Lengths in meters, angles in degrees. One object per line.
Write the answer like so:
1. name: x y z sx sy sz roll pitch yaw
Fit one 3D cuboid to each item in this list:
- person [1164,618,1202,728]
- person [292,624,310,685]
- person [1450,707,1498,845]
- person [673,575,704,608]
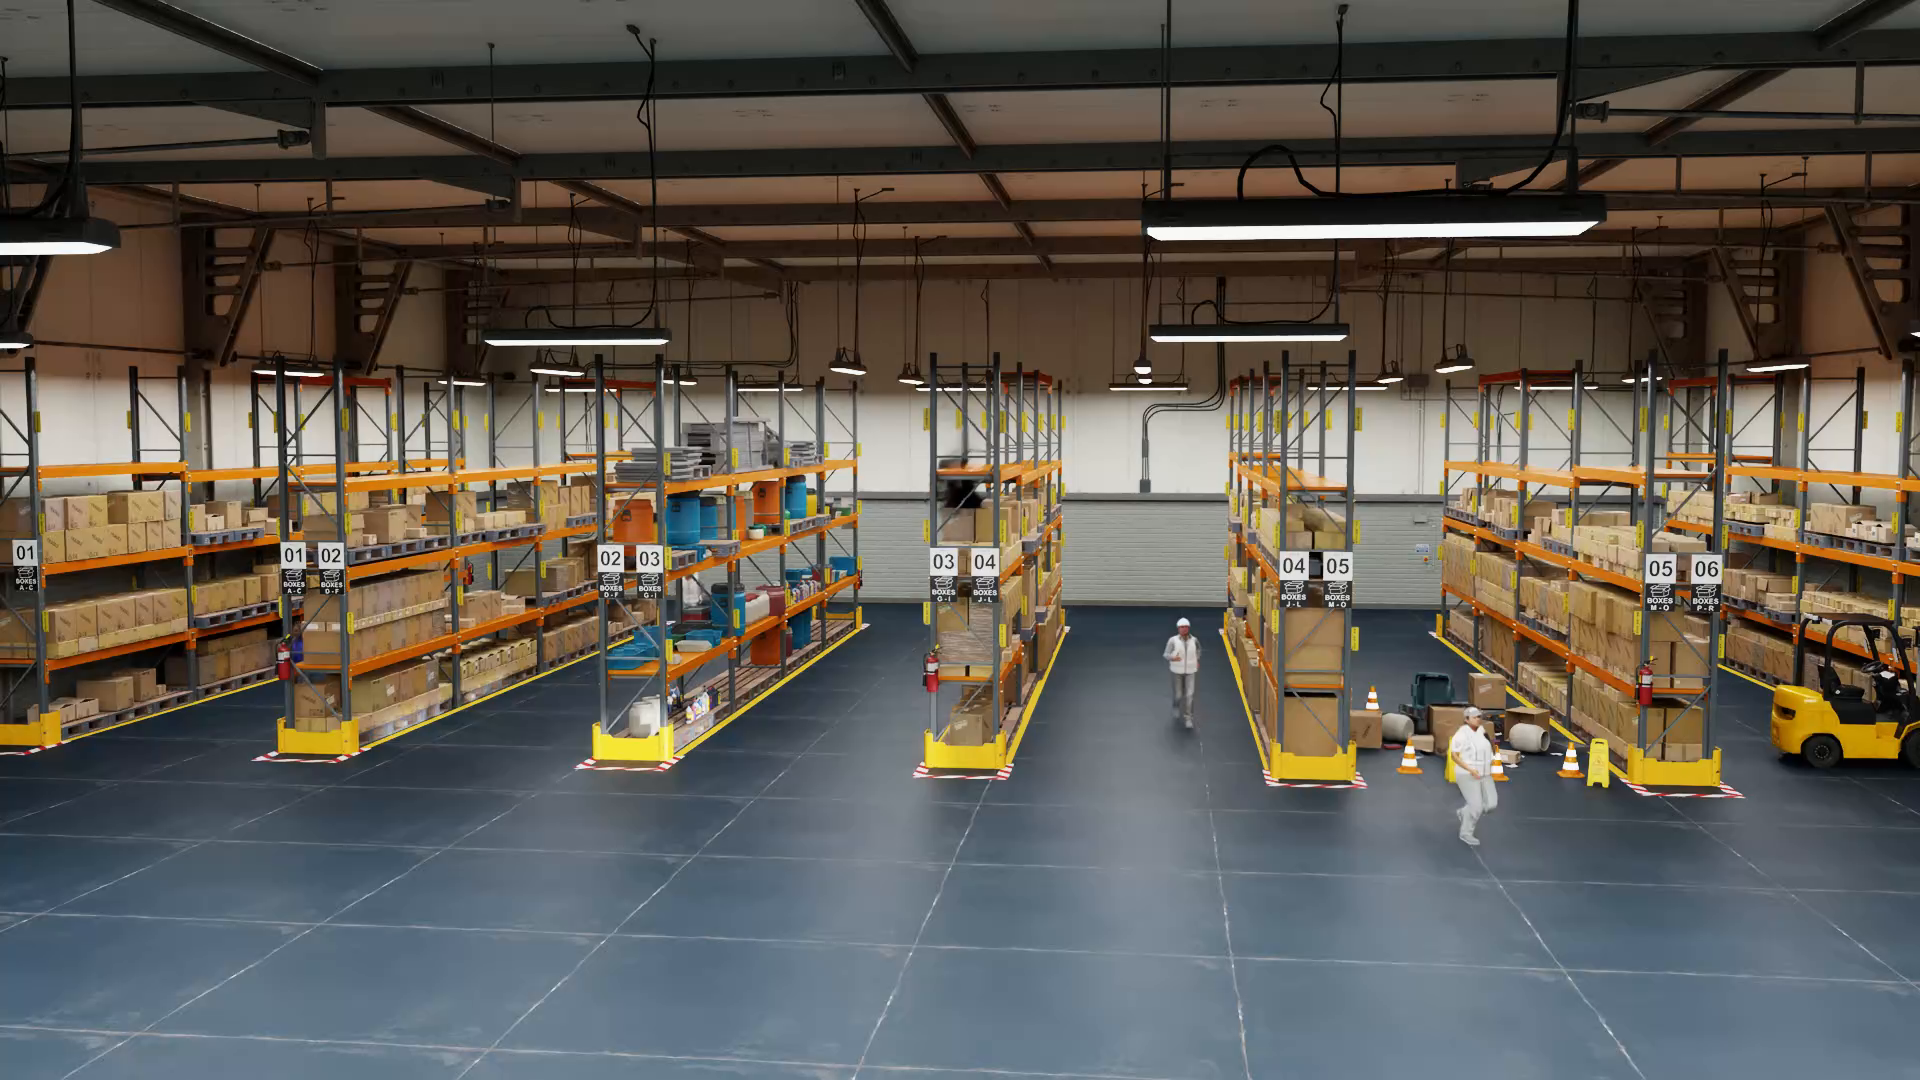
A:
1. person: 3.670 2.155 27.264 0.663 1.744 0.990 0 4 -2
2. person: -10.913 2.233 27.435 0.564 1.712 0.753 0 4 -1
3. person: 6.120 2.797 19.824 0.609 1.635 0.523 -2 5 -31
4. person: -6.200 1.432 38.005 0.688 1.757 0.827 0 4 -6
